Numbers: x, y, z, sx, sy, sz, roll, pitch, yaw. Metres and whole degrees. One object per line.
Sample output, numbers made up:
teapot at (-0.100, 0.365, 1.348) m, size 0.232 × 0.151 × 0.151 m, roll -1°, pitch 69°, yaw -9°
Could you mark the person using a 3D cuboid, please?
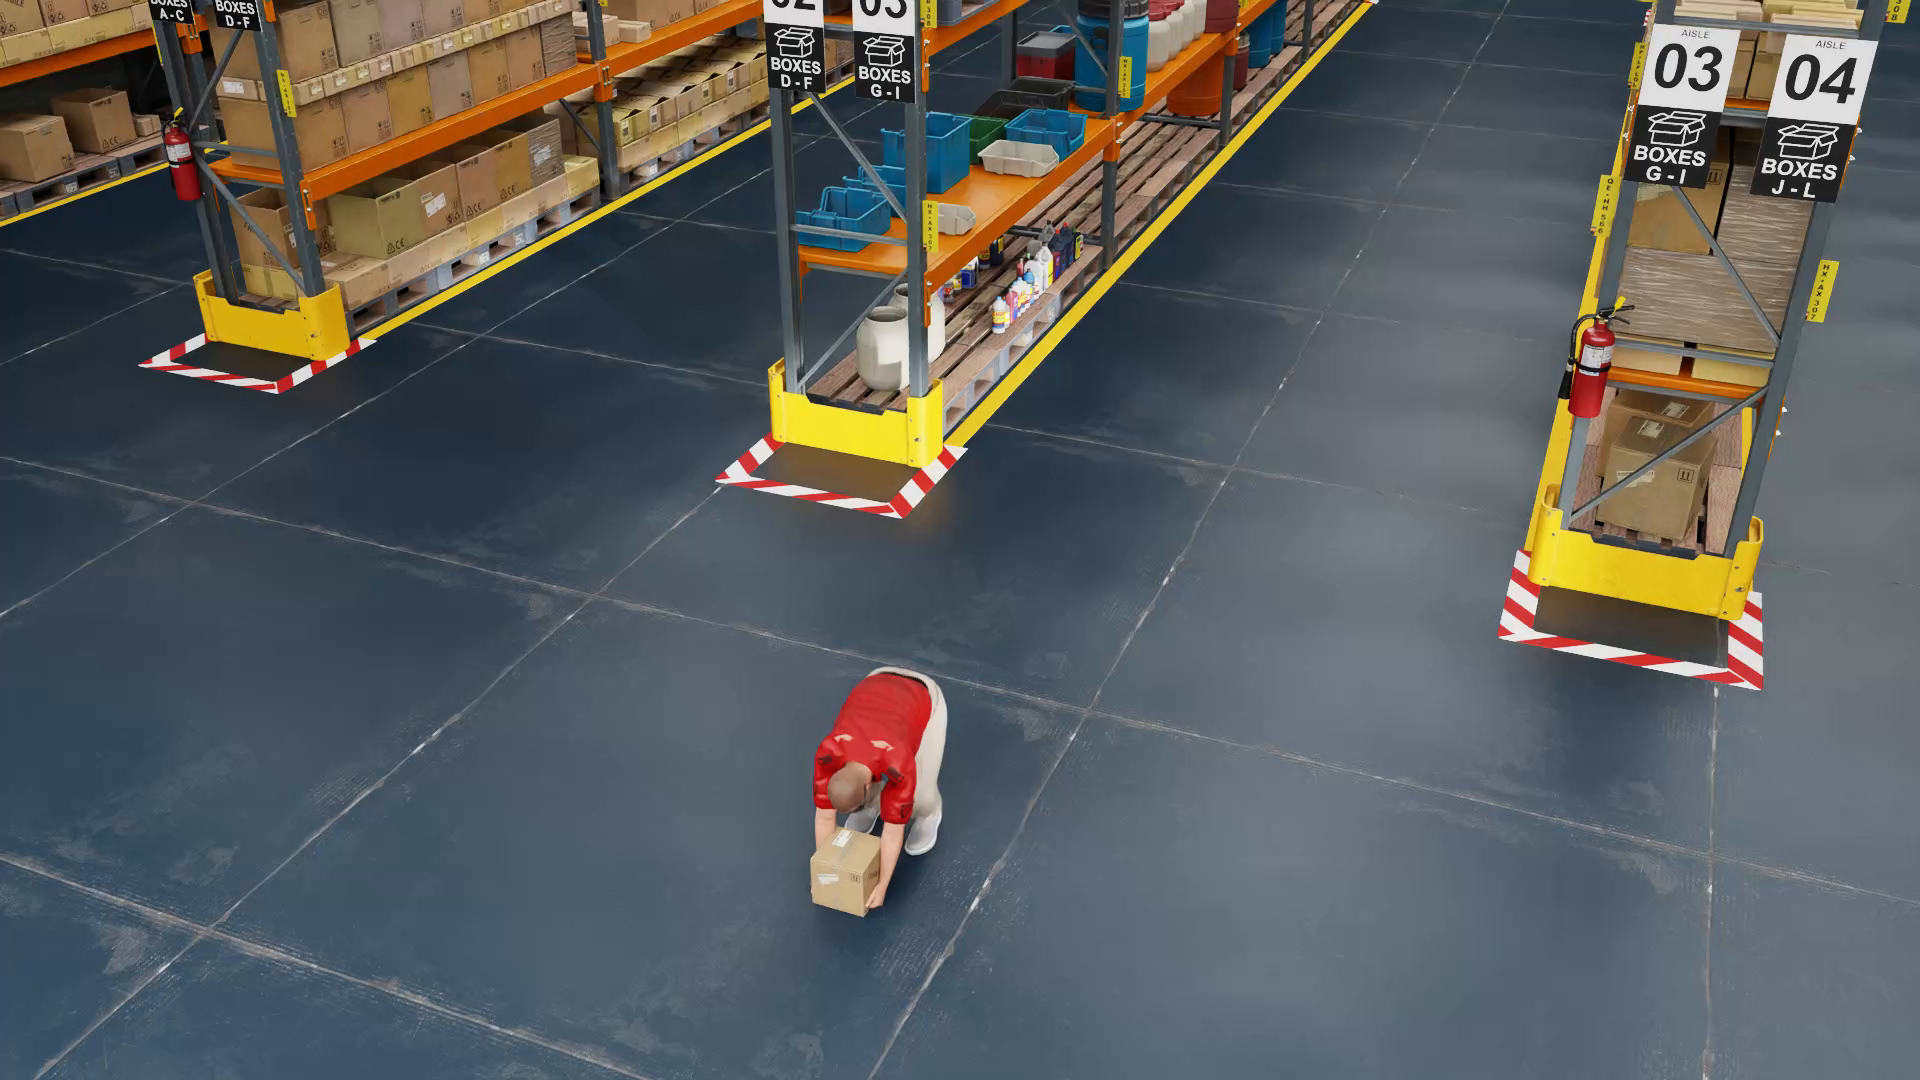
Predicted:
person at (-0.365, 1.023, 7.411) m, size 0.536 × 0.935 × 0.956 m, roll 10°, pitch 31°, yaw 17°
